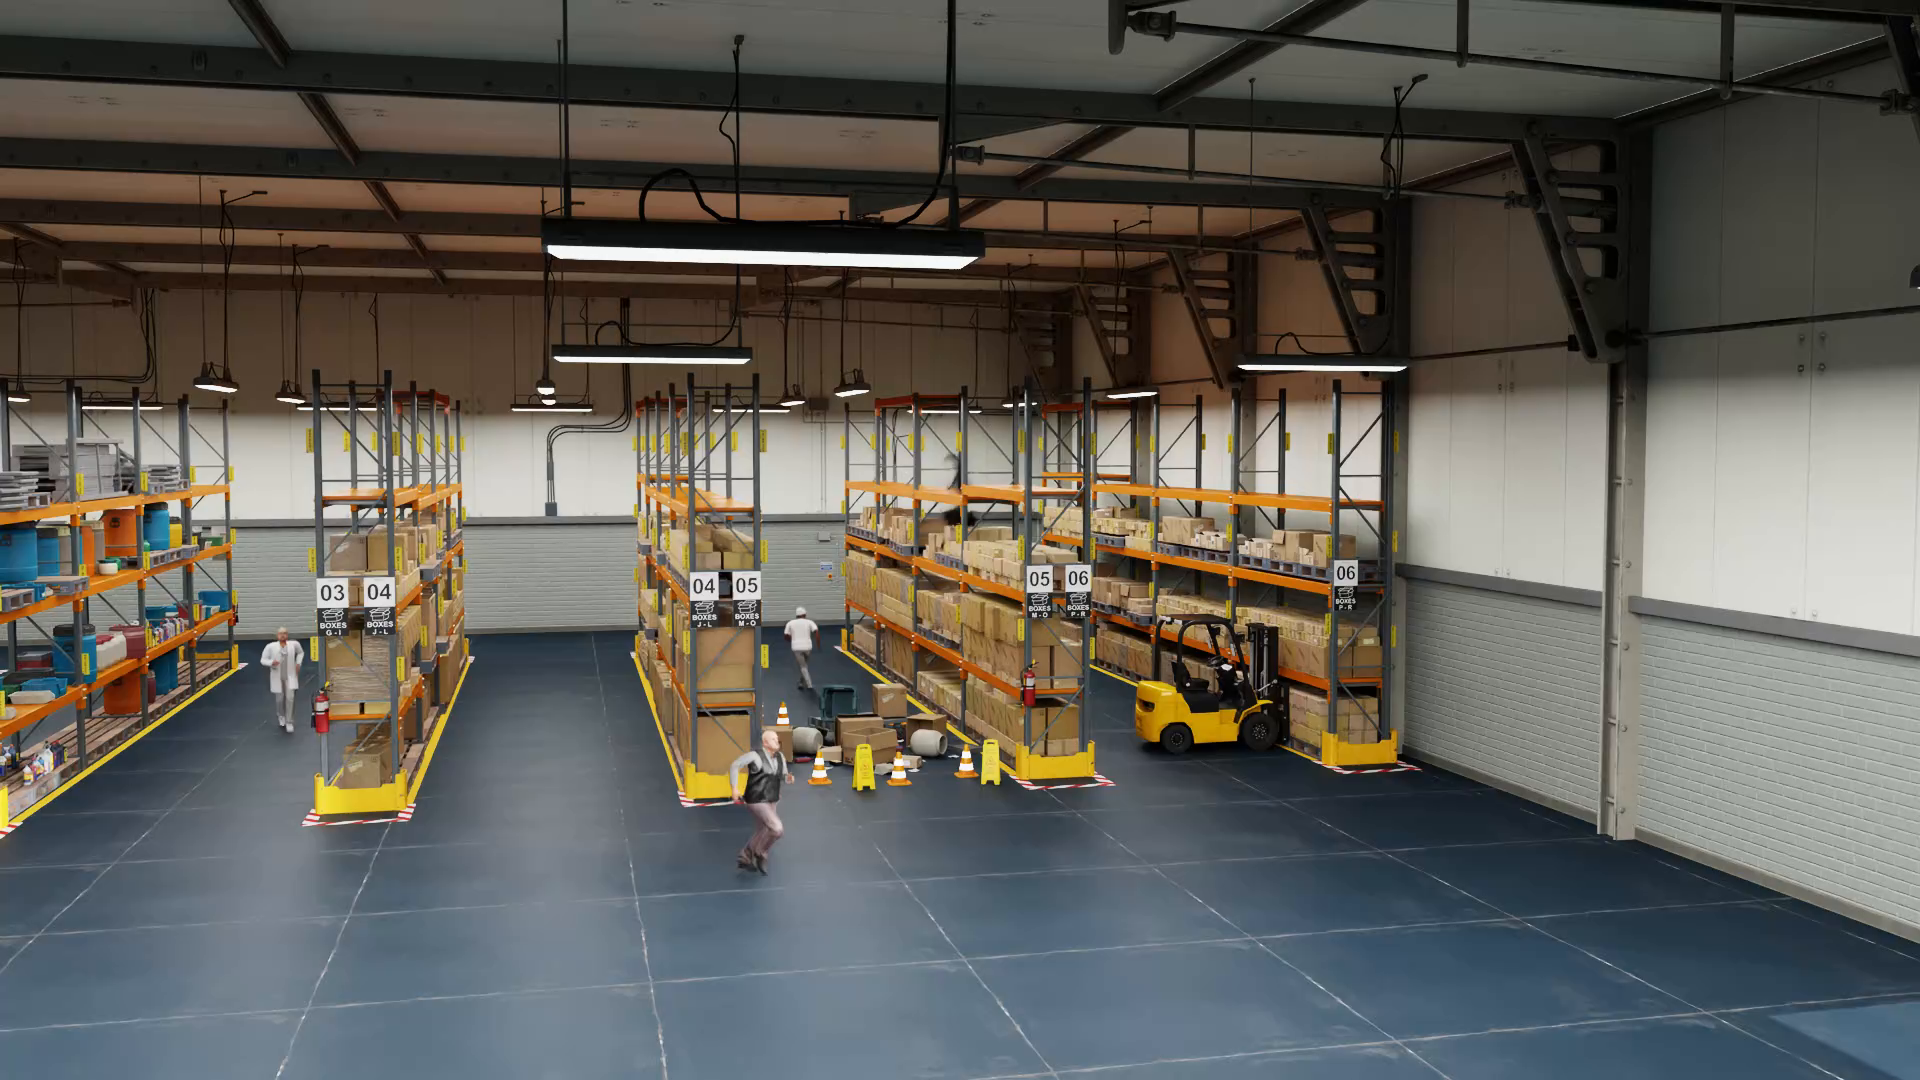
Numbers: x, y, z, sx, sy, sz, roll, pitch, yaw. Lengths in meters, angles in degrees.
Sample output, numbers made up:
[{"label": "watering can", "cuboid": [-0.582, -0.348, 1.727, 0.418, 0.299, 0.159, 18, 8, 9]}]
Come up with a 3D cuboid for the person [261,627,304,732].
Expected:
[{"label": "person", "cuboid": [-11.803, 2.407, 28.997, 0.709, 1.771, 1.034, -2, 4, -25]}]

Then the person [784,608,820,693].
[{"label": "person", "cuboid": [-3.169, 2.242, 33.481, 0.725, 1.708, 0.880, -1, 3, -12]}]

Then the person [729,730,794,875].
[{"label": "person", "cuboid": [-2.259, 3.029, 19.187, 0.782, 1.673, 0.688, 2, 4, 35]}]
